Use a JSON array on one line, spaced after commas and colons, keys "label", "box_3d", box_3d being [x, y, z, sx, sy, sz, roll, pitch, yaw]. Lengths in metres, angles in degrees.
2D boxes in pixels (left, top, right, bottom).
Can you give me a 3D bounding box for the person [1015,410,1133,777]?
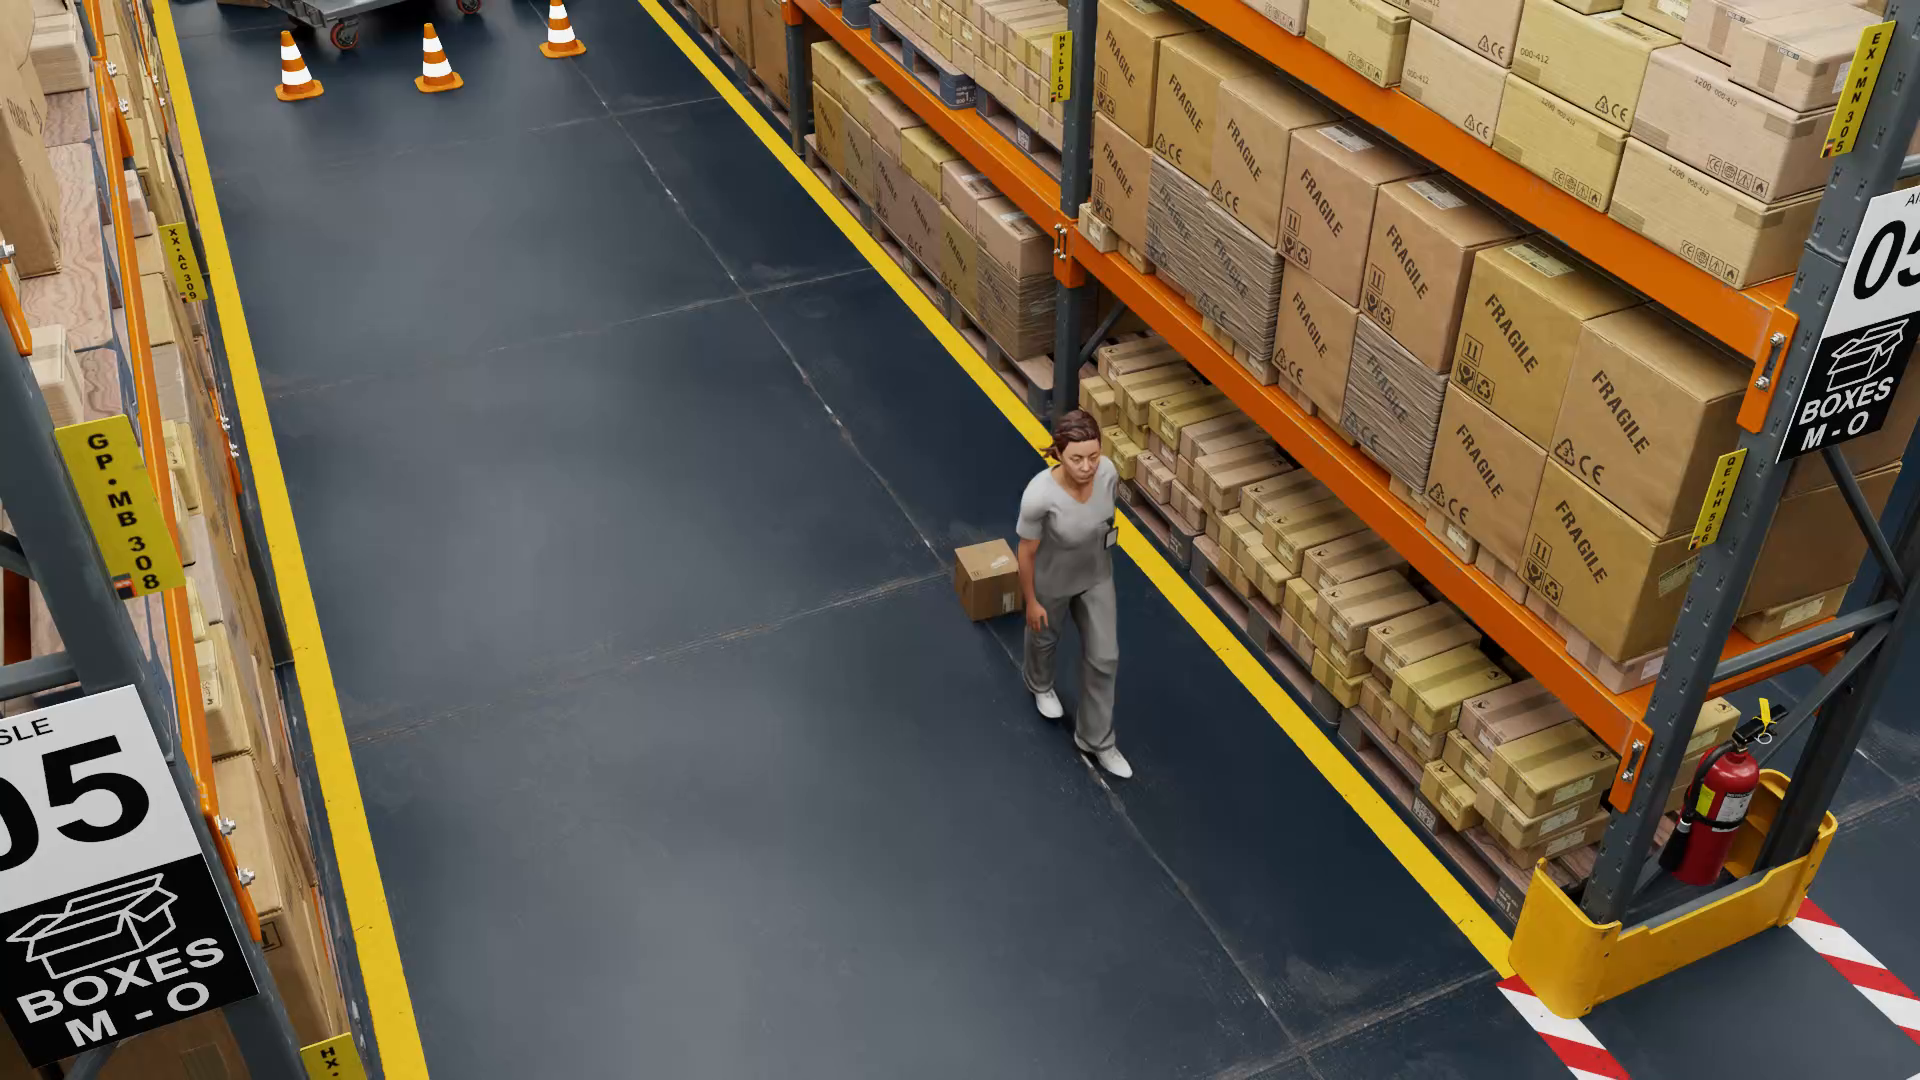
[{"label": "person", "box_3d": [0.424, 0.182, 6.648, 0.470, 1.699, 0.685, -12, 39, -16]}]
